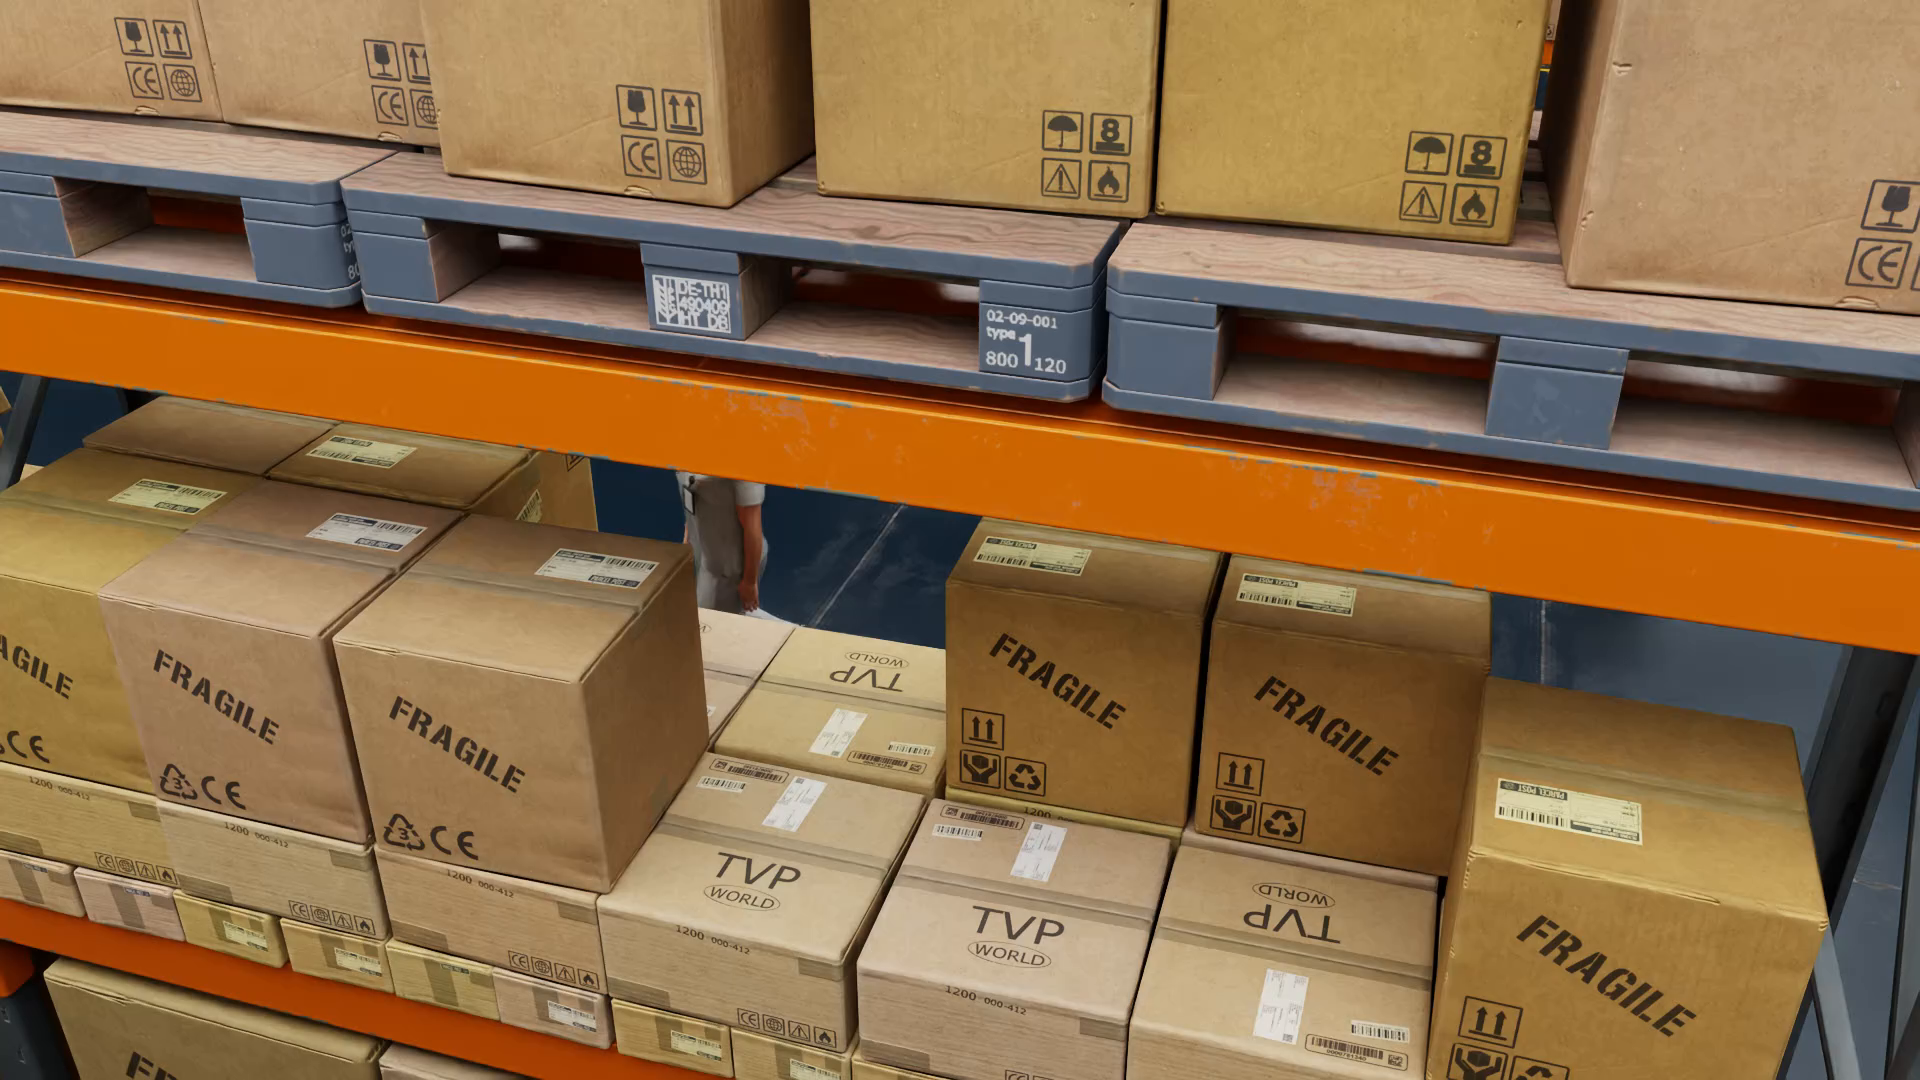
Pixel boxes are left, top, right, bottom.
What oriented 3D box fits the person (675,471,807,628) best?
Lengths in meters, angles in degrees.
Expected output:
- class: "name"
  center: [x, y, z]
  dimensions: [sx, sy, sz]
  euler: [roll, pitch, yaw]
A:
- class: "person"
  center: [-0.807, 0.037, 6.047]
  dimensions: [0.767, 1.661, 0.513]
  euler: [-13, 32, -22]
